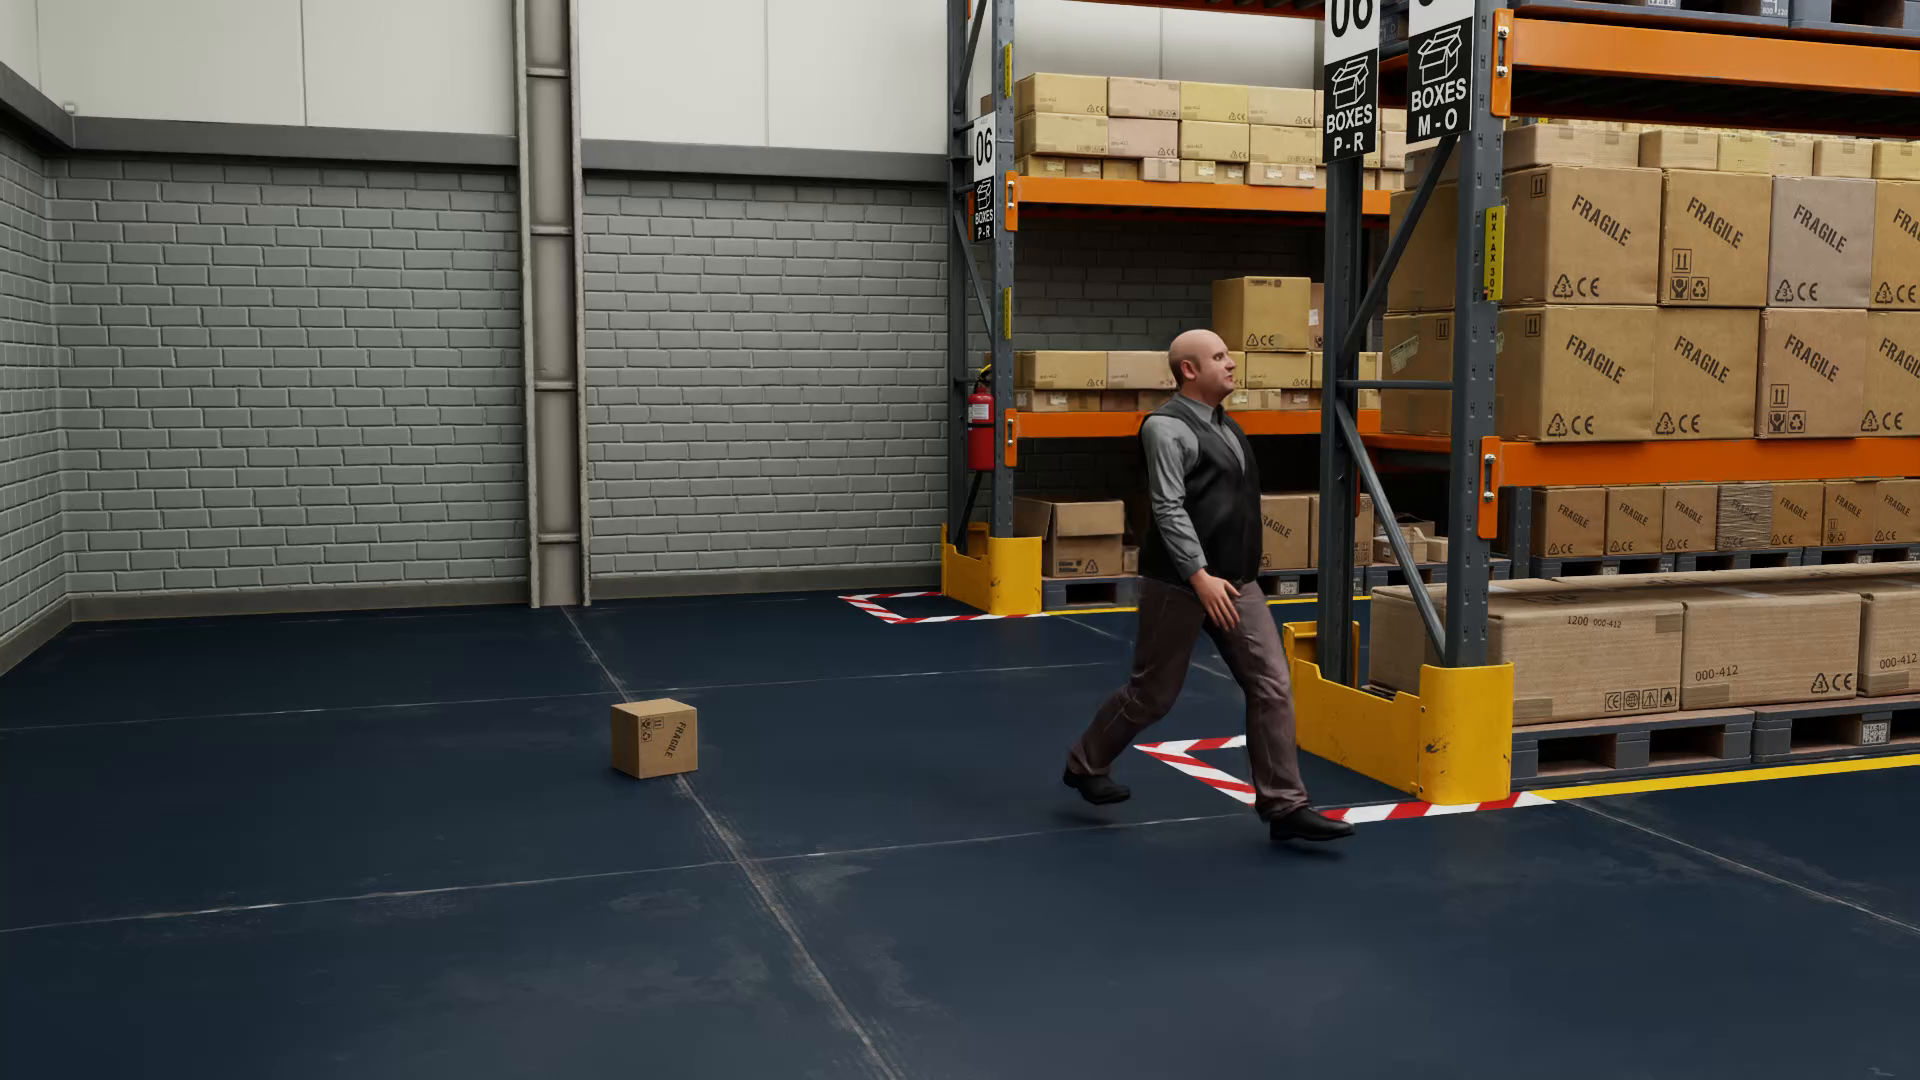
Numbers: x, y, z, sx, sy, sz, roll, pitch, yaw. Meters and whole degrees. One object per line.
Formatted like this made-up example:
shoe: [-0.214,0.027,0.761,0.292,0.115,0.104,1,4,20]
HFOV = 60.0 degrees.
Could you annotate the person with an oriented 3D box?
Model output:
person: [0.806,0.145,5.517,1.044,1.676,0.540,5,8,43]
